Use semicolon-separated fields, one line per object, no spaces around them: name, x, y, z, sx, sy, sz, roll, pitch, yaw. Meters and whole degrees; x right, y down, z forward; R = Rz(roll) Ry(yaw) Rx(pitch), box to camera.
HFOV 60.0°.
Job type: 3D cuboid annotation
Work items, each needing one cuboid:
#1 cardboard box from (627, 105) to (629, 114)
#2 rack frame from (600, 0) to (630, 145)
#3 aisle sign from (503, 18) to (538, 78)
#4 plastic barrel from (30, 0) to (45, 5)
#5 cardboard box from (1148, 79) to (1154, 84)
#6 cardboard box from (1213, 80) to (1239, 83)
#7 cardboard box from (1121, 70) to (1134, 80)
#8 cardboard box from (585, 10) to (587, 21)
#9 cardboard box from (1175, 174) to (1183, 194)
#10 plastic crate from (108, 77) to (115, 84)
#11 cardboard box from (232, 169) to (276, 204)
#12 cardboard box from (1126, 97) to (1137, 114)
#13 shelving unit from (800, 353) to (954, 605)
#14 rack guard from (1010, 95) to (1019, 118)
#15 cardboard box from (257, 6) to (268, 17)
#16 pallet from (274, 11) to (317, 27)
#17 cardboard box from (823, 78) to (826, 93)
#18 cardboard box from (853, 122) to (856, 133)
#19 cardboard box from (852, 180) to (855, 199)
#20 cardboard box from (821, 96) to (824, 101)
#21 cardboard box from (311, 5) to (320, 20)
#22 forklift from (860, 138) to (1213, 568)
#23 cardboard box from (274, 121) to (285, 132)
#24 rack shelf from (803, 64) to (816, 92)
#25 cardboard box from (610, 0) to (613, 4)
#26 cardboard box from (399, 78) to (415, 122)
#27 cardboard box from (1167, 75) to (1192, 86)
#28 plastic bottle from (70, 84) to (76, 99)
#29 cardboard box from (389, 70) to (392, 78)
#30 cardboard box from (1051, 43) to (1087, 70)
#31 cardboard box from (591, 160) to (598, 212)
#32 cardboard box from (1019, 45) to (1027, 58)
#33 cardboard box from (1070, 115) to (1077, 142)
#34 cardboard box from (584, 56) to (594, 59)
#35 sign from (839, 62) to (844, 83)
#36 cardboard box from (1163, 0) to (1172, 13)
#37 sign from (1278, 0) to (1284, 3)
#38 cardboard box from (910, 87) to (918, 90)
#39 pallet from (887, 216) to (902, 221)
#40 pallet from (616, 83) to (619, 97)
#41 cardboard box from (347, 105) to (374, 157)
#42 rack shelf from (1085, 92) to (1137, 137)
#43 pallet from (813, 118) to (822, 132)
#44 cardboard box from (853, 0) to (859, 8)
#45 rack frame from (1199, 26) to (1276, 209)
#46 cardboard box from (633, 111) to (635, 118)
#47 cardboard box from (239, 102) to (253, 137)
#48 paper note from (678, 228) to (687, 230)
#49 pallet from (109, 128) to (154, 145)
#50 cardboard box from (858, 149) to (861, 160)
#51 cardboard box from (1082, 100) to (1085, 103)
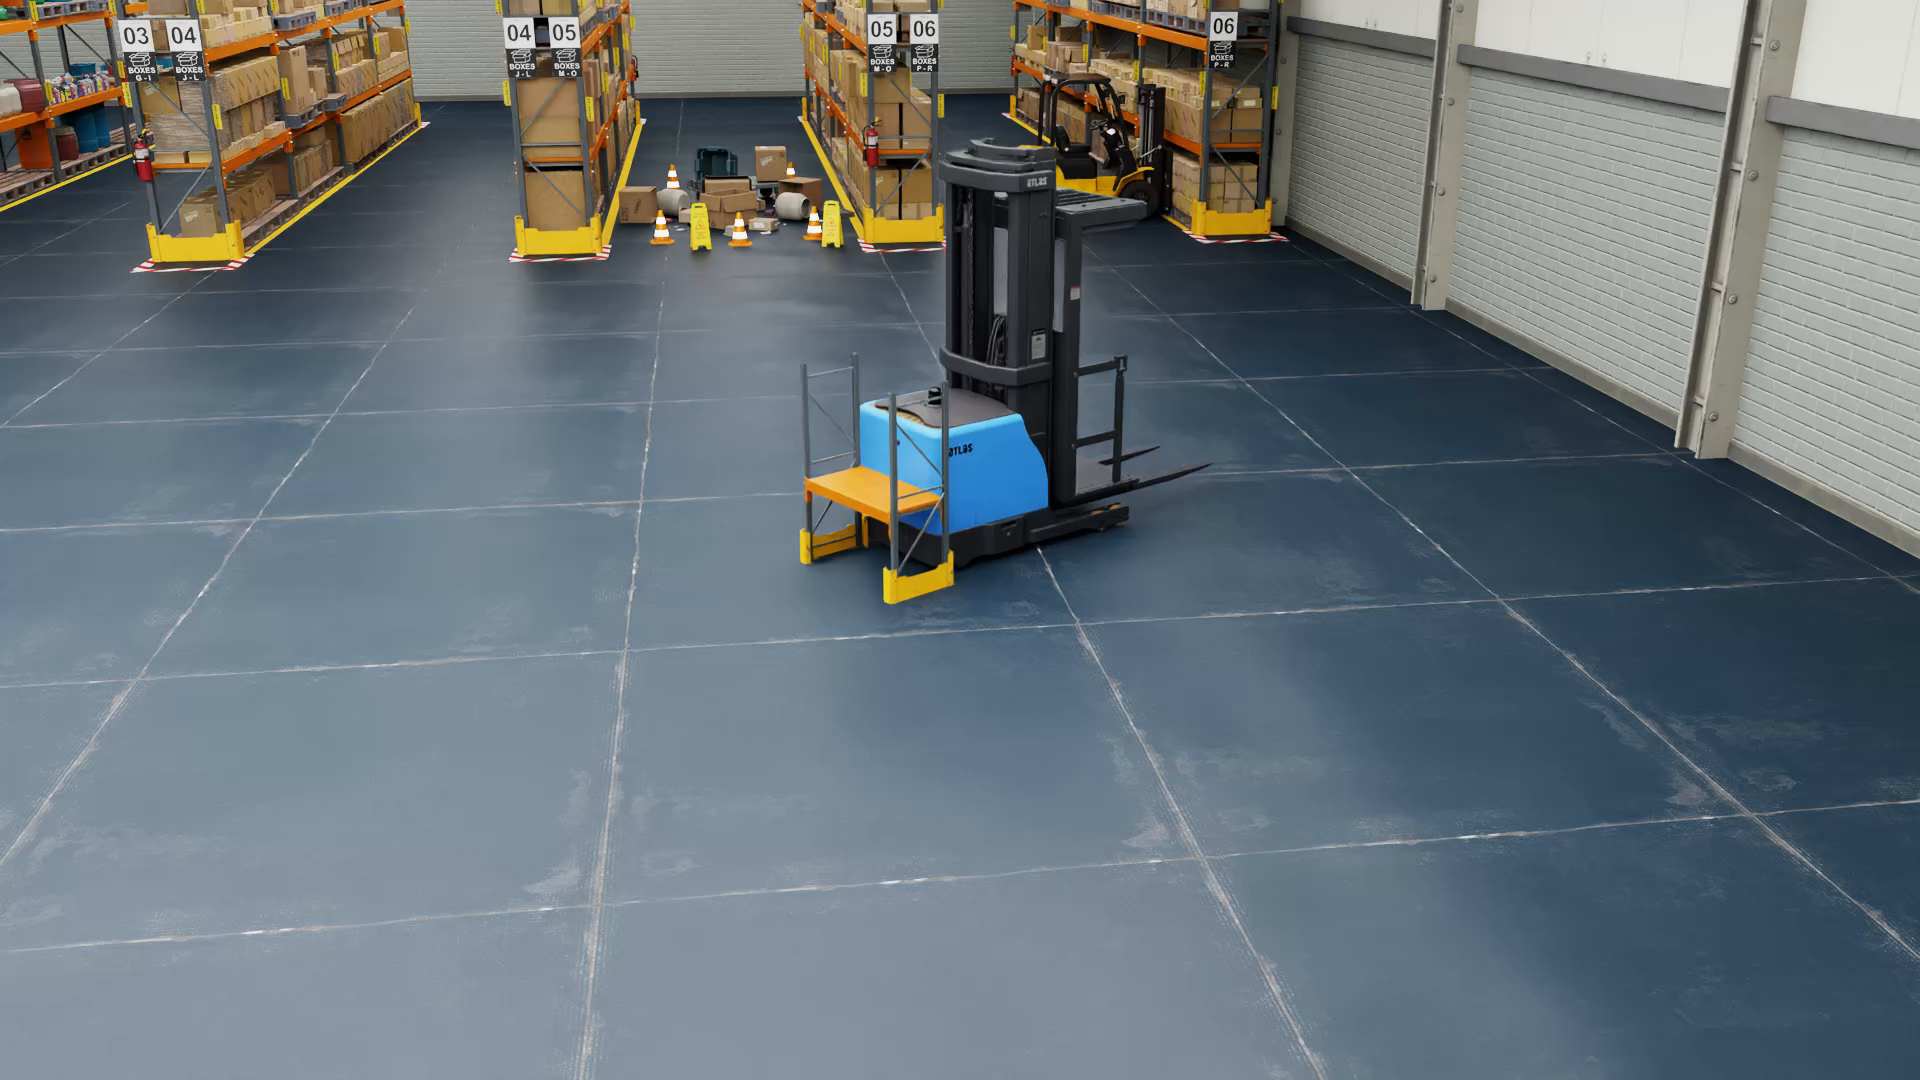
cardboard box;-7.359;-9.316;35.995;0.380;0.149;0.250;-2;21;-7
rack frame;-7.432;-9.681;34.350;1.000;3.000;0.127;-3;21;-8
aisle sign;-5.988;-6.705;22.664;0.394;0.787;0.004;-3;21;-8
plastic barrel;-16.604;-9.739;29.839;0.294;0.245;0.294;0;20;0
cardboard box;3.341;-7.585;27.667;0.380;0.149;0.250;-2;21;-6
cardboard box;4.116;-7.039;25.781;0.380;0.149;0.250;-2;21;-6
cardboard box;3.040;-8.166;29.222;0.380;0.149;0.250;-4;21;-9
cardboard box;-5.580;-7.542;23.951;0.380;0.149;0.250;-3;21;-8
cardboard box;3.652;-5.532;25.857;0.500;0.250;0.500;-3;21;-8
plastic crate;-17.181;-9.289;33.591;0.396;0.136;0.243;-3;21;-8
cardboard box;-11.183;-5.581;26.345;0.500;0.500;0.500;-4;21;-9
cardboard box;3.185;-7.539;28.827;0.500;0.250;0.500;-2;21;-7
shelving unit;-0.611;-0.462;11.809;0.587;1.500;1.083;-17;26;-37
rack guard;1.798;-10.405;39.860;1.175;0.500;0.348;-3;21;-8
cardboard box;-10.868;-8.120;25.527;0.380;0.149;0.250;-2;21;-6
pallet;-11.337;-8.591;27.413;1.213;0.211;1.003;-3;21;-8
cardboard box;-2.390;-8.849;32.335;0.500;0.250;0.500;-3;21;-7
cardboard box;-1.492;-6.510;26.217;0.380;0.149;0.250;-3;21;-7
cardboard box;-1.489;-5.702;27.026;0.500;0.250;0.500;-2;21;-5
cardboard box;-2.790;-9.807;37.749;0.875;0.438;0.875;-2;21;-6
cardboard box;-11.382;-9.093;28.701;0.500;0.250;0.500;-3;21;-8
forklift;0.701;-1.569;12.728;3.031;2.935;1.130;-15;25;-35
cardboard box;-10.879;-6.519;26.242;0.380;0.149;0.250;-3;21;-8
rack shelf;-2.836;-10.321;37.092;1.077;0.370;4.000;-3;21;-8
cardboard box;-6.674;-9.959;30.665;0.500;0.500;0.500;-3;21;-8
cardboard box;-12.760;-9.835;37.197;0.875;0.875;0.875;-3;21;-8
cardboard box;3.533;-7.370;26.667;0.380;0.149;0.250;-3;21;-8
plastic bottle;-16.578;-8.378;31.046;0.097;0.271;0.097;0;20;0
cardboard box;-12.221;-9.829;35.105;0.380;0.149;0.250;-3;21;-9
cardboard box;2.286;-10.103;34.736;0.700;0.500;0.500;-3;21;-7
cardboard box;-6.123;-5.579;25.804;0.875;0.875;0.875;-3;21;-7
cardboard box;1.658;-11.326;38.543;0.500;0.250;0.500;-3;21;-7
cardboard box;2.526;-8.349;33.754;0.500;0.500;0.500;-2;21;-5
cardboard box;-6.432;-7.776;27.677;0.700;0.500;0.500;-3;21;-9
sign;-1.943;-7.709;27.415;0.100;0.325;0.005;-3;21;-8
cardboard box;3.430;-8.504;26.360;0.396;0.266;0.258;-3;21;-9
sign;4.643;-7.940;24.039;0.100;0.325;0.005;-3;21;-8
cardboard box;-0.924;-6.884;26.291;0.500;0.500;0.500;-2;21;-6
pallet;-0.911;-4.814;25.304;1.003;0.211;1.213;-3;21;-8
pallet;-7.063;-8.448;31.321;1.213;0.211;1.003;-3;21;-8
cardboard box;-11.978;-7.831;31.834;1.225;0.875;0.875;-3;21;-8
rack shelf;3.228;-7.803;30.349;1.077;0.370;4.000;-3;21;-8
pallet;-2.759;-9.350;37.448;1.003;0.211;1.213;-3;21;-8
cardboard box;-1.413;-8.104;25.058;0.380;0.149;0.250;-2;21;-6
rack frame;4.093;-6.063;24.661;1.000;3.000;0.127;-3;21;-8
cardboard box;-7.589;-9.672;37.798;0.380;0.149;0.250;-2;21;-6
cardboard box;-10.957;-6.205;24.475;0.875;0.500;0.500;-3;21;-8
paper note;-4.242;-4.749;25.389;0.144;0.017;0.142;4;21;11
pallet;-17.579;-8.586;35.402;1.003;0.211;1.213;-3;21;-8
cardboard box;-1.380;-5.941;25.667;0.380;0.149;0.250;-2;21;-5
cardboard box;2.788;-9.260;35.266;0.380;0.149;0.250;-3;21;-7
